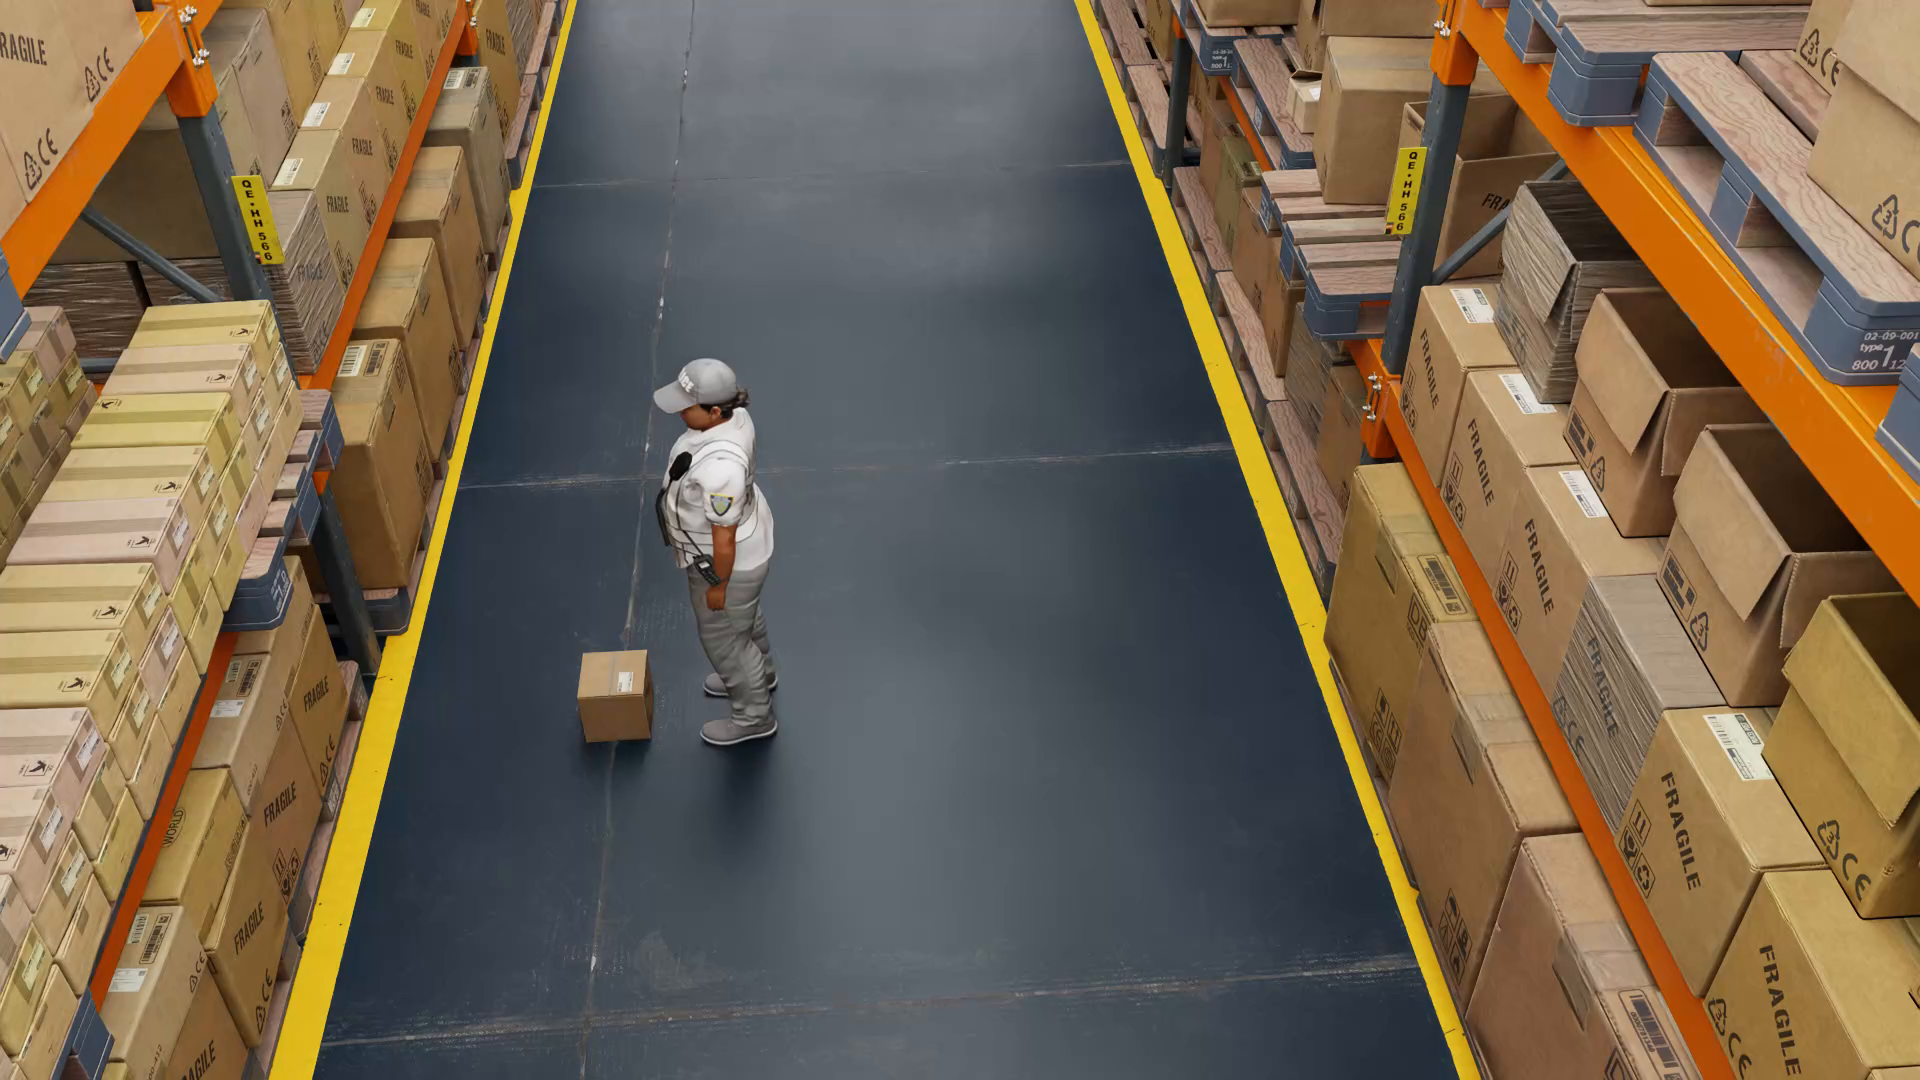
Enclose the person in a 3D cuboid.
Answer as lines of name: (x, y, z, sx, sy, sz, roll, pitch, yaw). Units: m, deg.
person: (-0.873, 0.049, 6.097, 0.390, 1.664, 0.467, -2, 39, -3)
